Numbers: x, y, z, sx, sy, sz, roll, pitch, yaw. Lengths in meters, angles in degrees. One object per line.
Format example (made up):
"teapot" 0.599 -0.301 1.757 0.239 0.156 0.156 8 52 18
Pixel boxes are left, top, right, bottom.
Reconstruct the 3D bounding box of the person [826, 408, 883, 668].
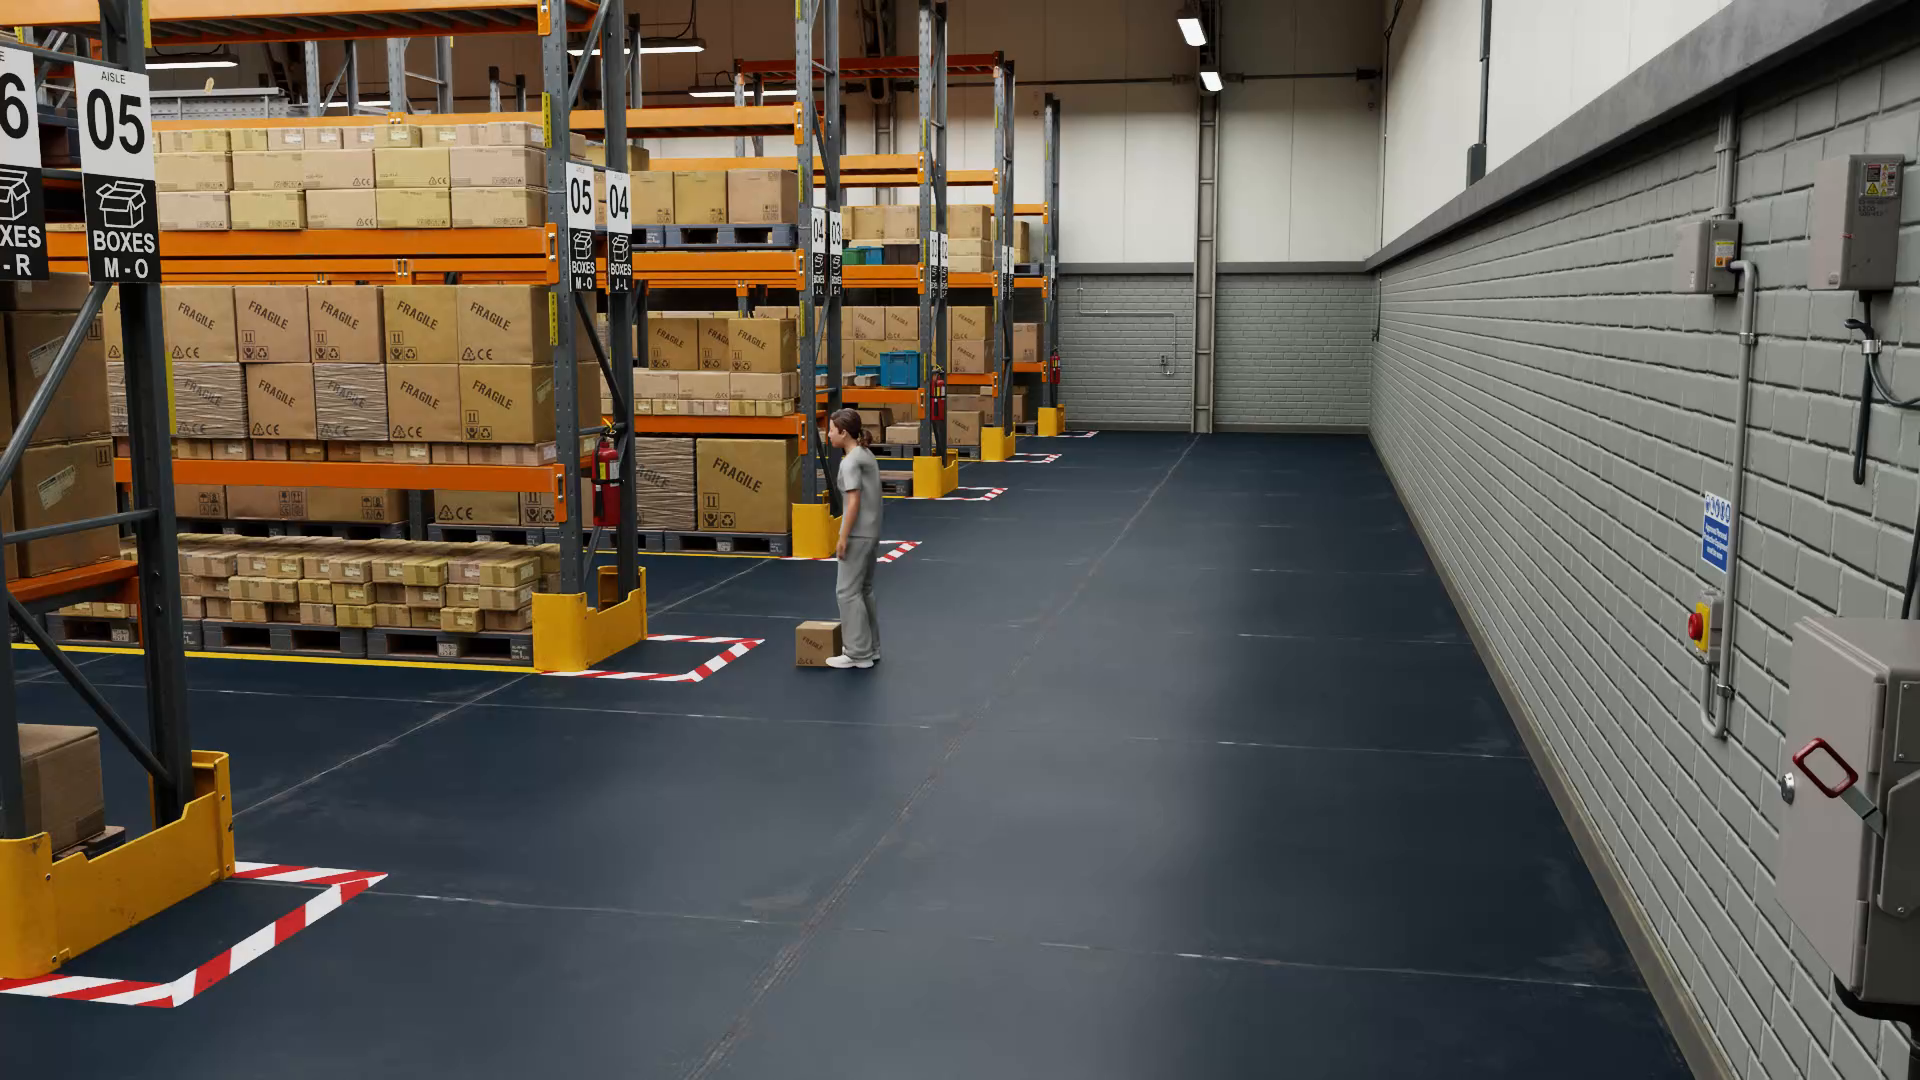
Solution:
"person" -0.678 -0.018 10.750 0.351 1.673 0.512 1 8 9
